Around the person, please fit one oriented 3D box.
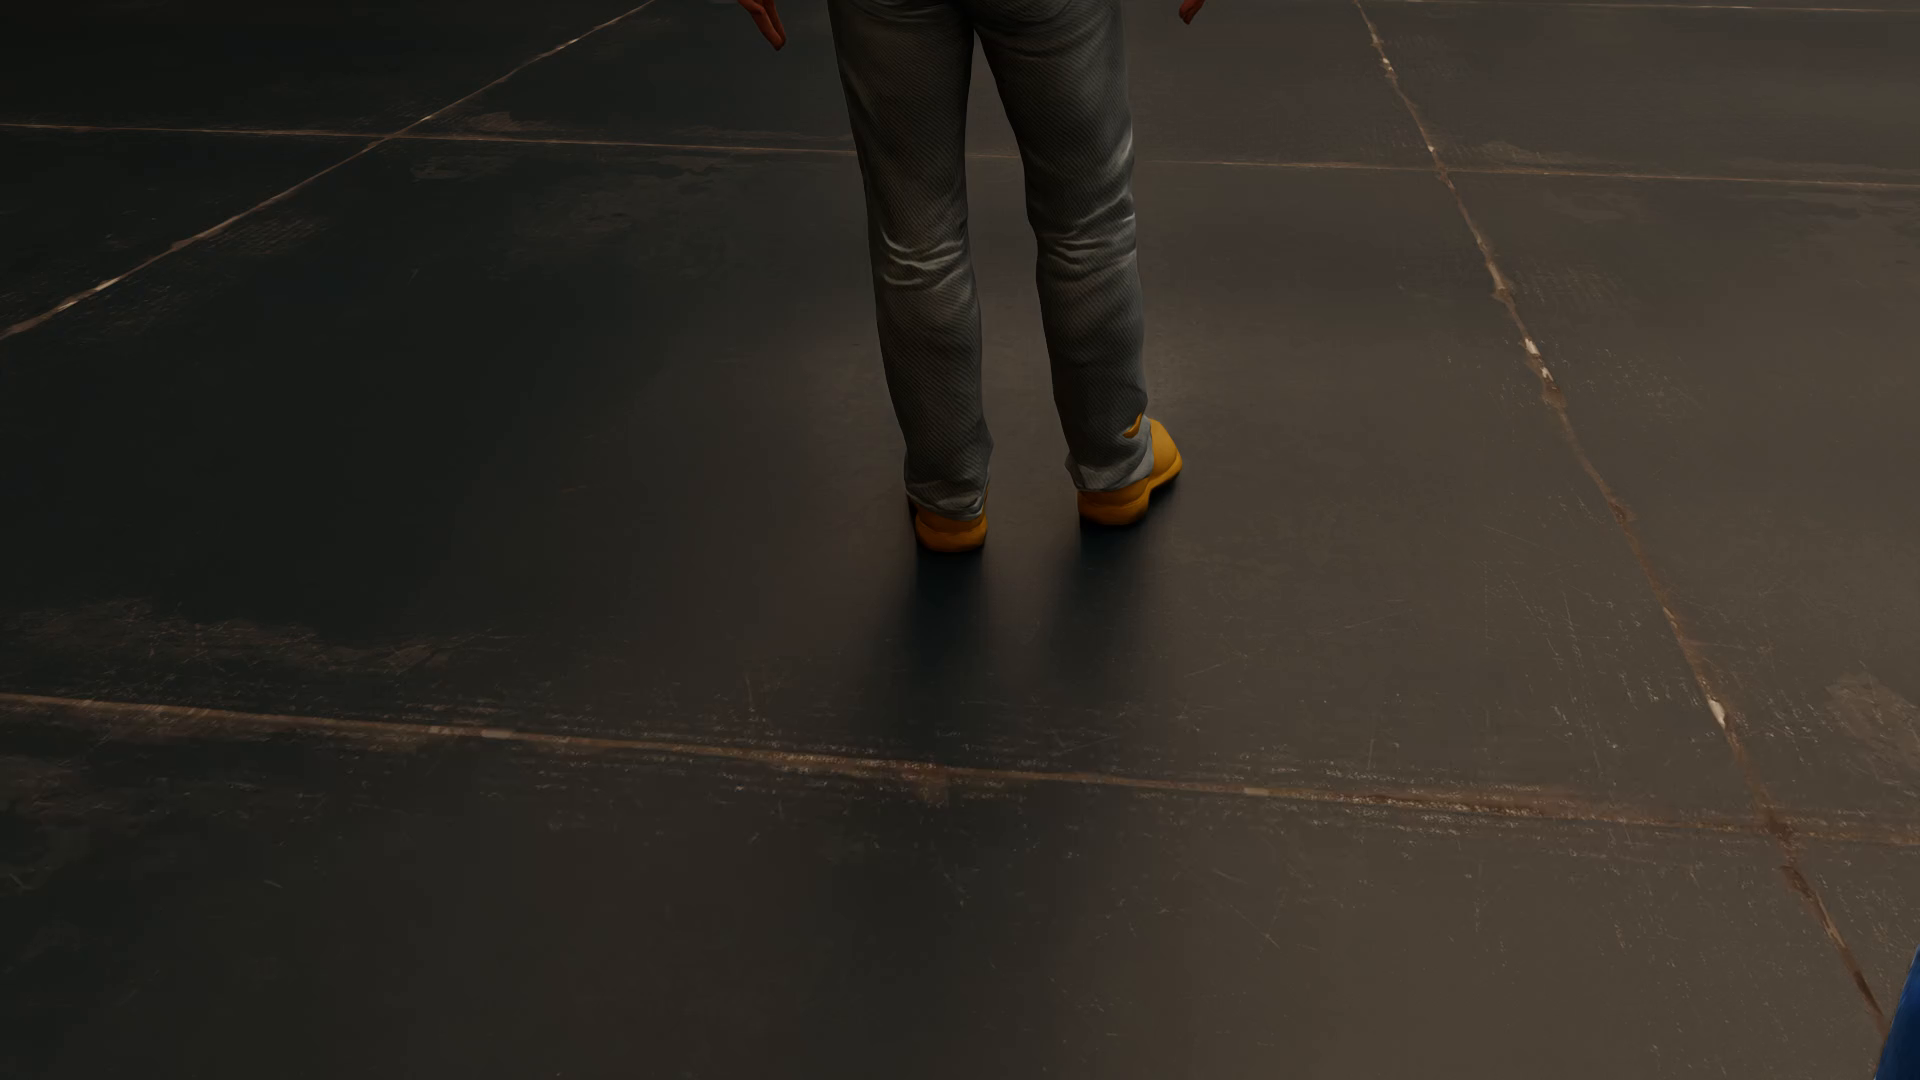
[{"bbox_3d":[0.015,-0.828,2.164,0.665,1.768,0.575,3,27,7],"label":"person"}]
